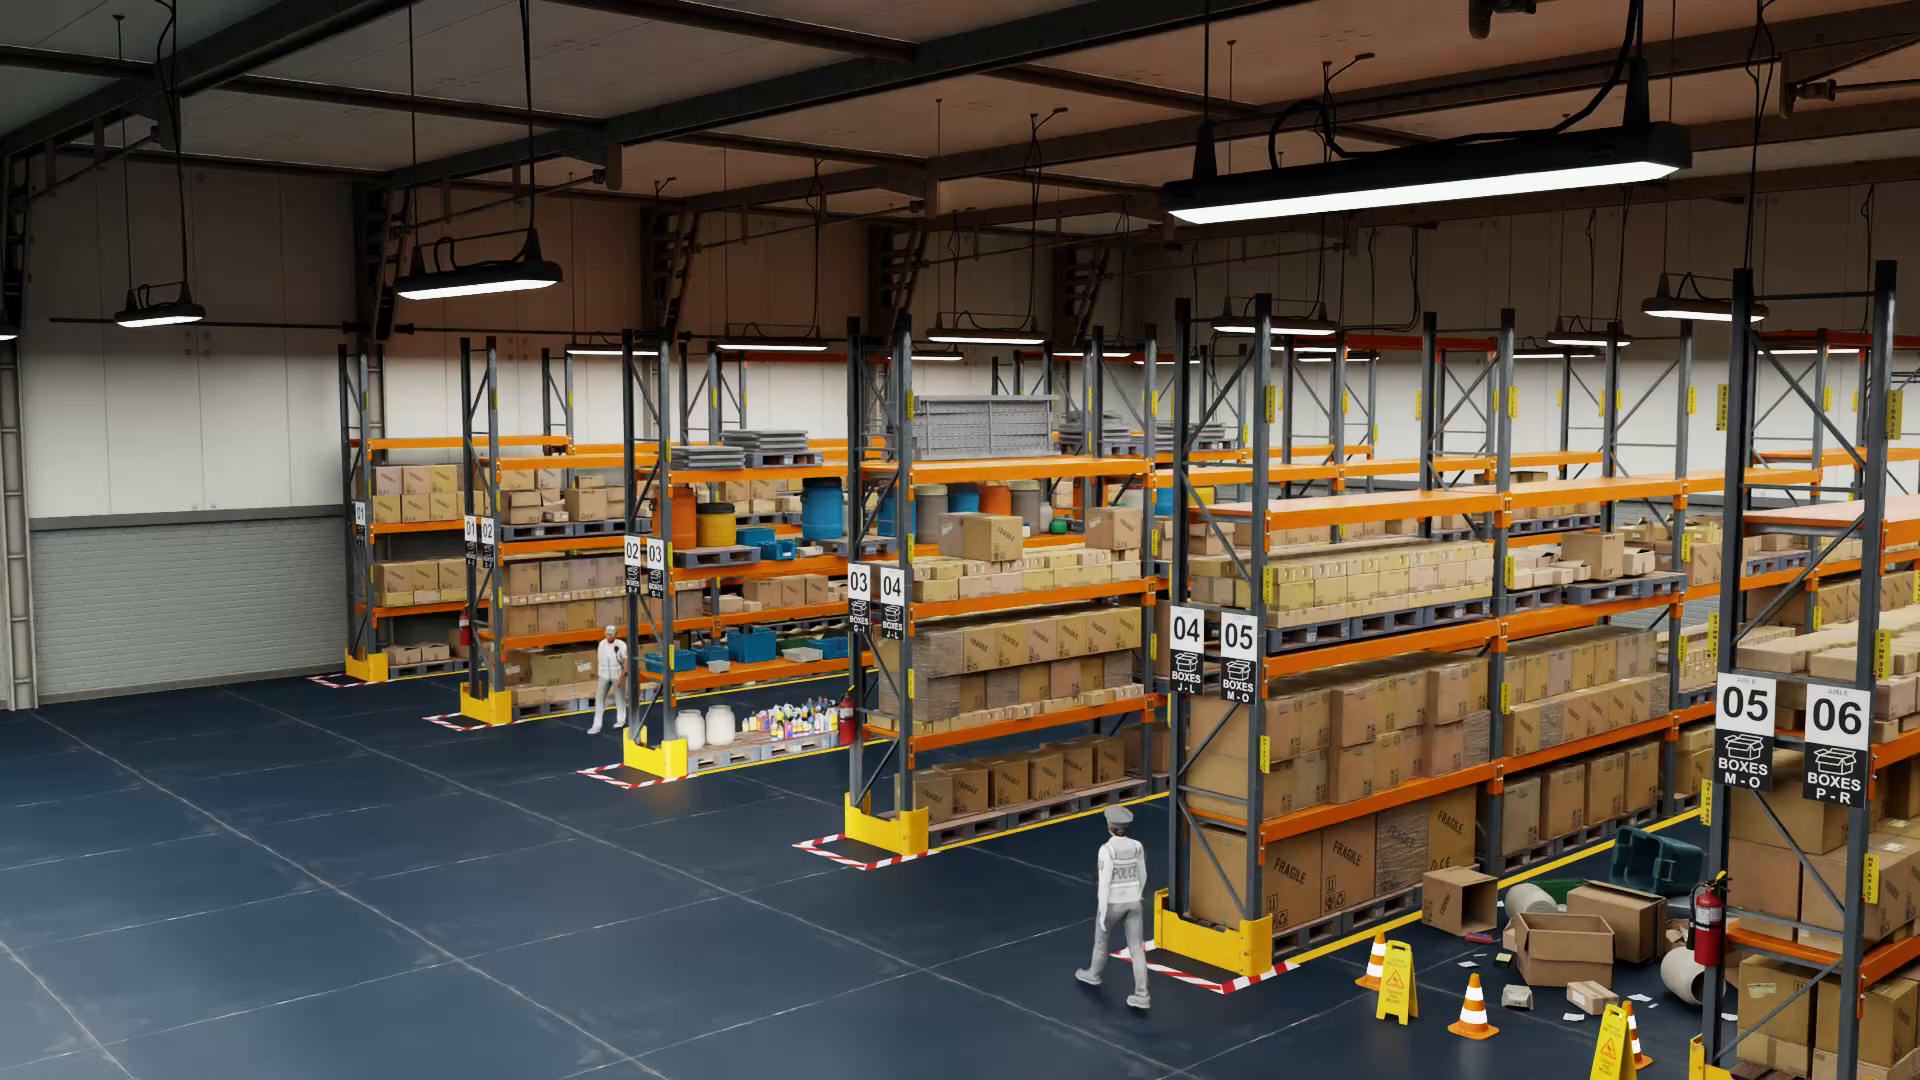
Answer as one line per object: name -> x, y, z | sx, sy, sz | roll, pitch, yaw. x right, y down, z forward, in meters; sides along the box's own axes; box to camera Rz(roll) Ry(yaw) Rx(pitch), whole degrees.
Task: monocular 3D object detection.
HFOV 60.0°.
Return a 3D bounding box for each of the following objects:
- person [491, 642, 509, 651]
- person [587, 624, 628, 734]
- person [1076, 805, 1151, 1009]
person -> -8.131, 1.704, 29.562 | 0.465, 1.719, 0.592 | 0, 5, 4
person -> -5.309, 2.085, 25.172 | 0.556, 1.611, 0.933 | 0, 5, -2
person -> 1.347, 3.067, 14.132 | 0.524, 1.608, 0.997 | -2, 6, -22
